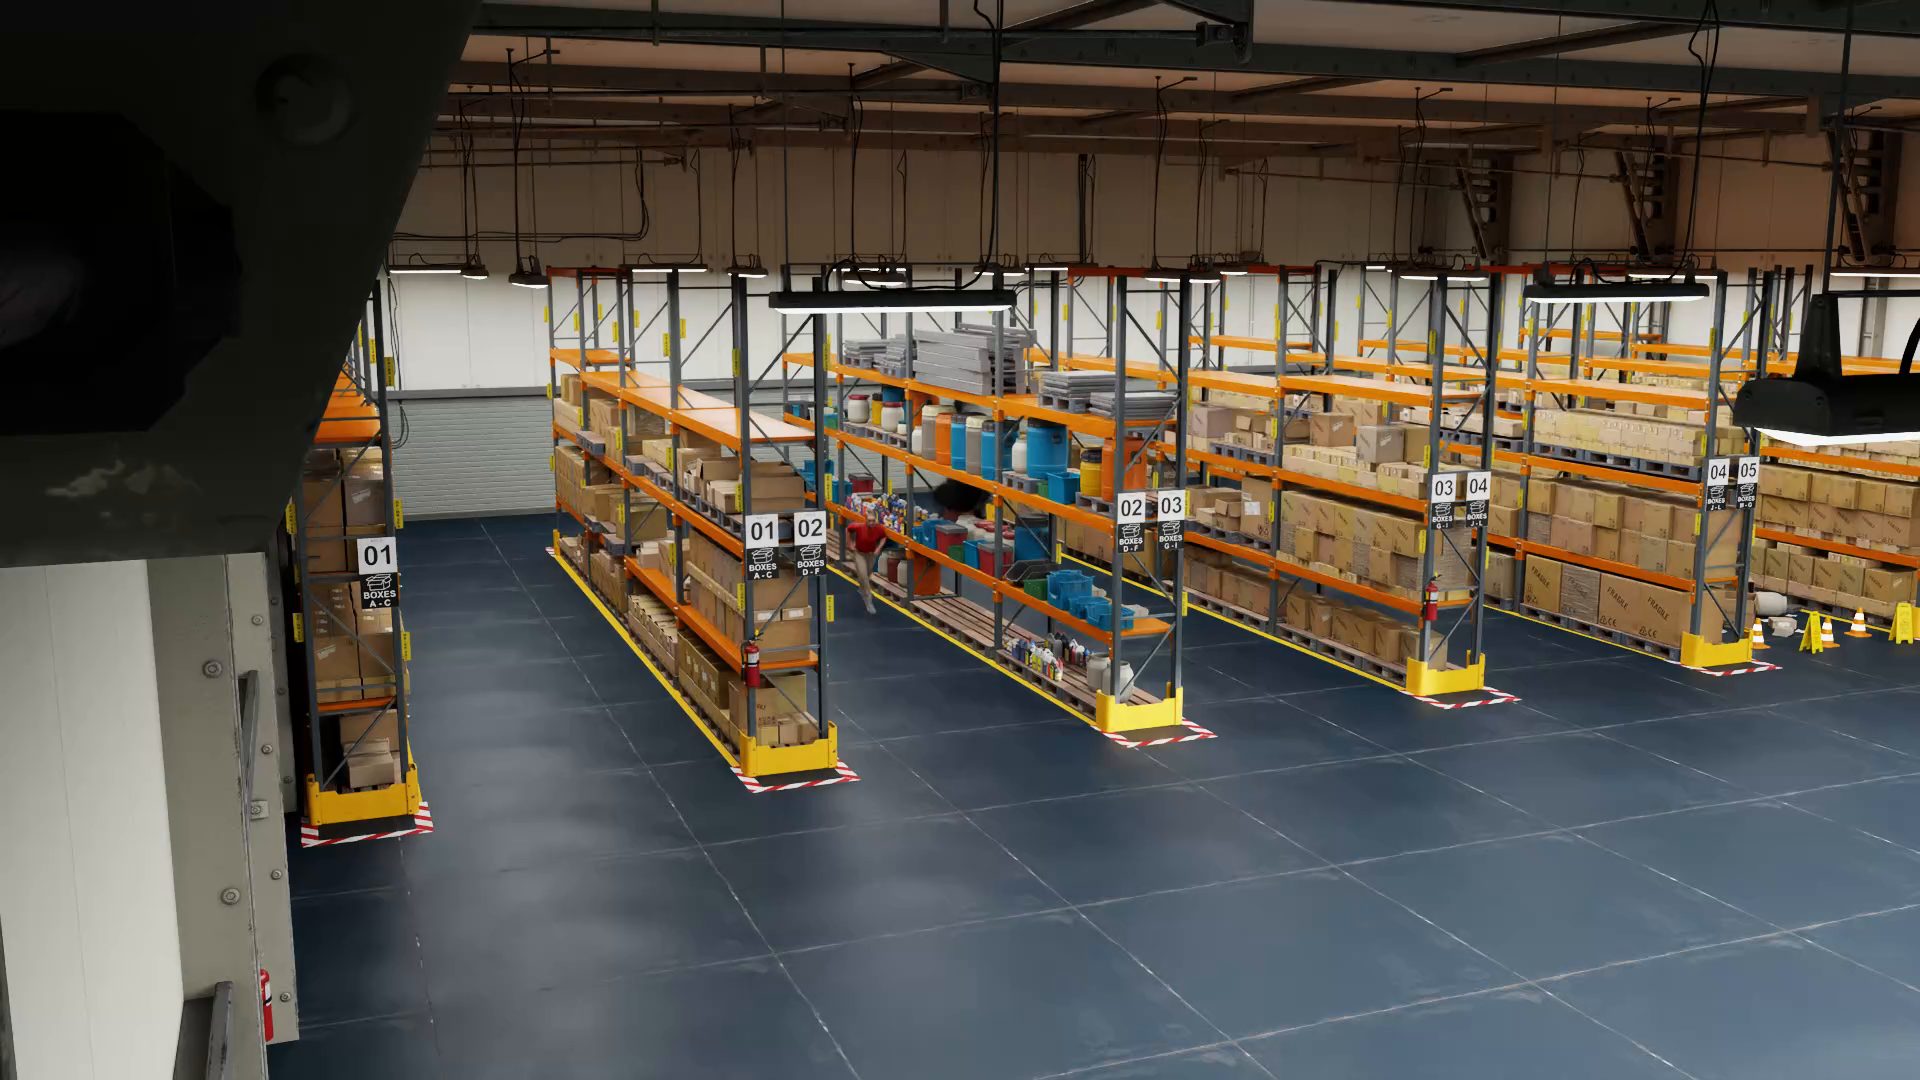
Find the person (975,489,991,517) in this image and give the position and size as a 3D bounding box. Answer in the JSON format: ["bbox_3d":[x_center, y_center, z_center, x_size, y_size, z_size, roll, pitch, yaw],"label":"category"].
[{"bbox_3d":[0.718,-1.335,39.669,0.618,1.658,0.550,-1,10,-3],"label":"person"}]

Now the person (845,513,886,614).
[{"bbox_3d":[-1.629,0.331,28.525,0.705,1.721,0.953,-3,10,-15],"label":"person"}]
